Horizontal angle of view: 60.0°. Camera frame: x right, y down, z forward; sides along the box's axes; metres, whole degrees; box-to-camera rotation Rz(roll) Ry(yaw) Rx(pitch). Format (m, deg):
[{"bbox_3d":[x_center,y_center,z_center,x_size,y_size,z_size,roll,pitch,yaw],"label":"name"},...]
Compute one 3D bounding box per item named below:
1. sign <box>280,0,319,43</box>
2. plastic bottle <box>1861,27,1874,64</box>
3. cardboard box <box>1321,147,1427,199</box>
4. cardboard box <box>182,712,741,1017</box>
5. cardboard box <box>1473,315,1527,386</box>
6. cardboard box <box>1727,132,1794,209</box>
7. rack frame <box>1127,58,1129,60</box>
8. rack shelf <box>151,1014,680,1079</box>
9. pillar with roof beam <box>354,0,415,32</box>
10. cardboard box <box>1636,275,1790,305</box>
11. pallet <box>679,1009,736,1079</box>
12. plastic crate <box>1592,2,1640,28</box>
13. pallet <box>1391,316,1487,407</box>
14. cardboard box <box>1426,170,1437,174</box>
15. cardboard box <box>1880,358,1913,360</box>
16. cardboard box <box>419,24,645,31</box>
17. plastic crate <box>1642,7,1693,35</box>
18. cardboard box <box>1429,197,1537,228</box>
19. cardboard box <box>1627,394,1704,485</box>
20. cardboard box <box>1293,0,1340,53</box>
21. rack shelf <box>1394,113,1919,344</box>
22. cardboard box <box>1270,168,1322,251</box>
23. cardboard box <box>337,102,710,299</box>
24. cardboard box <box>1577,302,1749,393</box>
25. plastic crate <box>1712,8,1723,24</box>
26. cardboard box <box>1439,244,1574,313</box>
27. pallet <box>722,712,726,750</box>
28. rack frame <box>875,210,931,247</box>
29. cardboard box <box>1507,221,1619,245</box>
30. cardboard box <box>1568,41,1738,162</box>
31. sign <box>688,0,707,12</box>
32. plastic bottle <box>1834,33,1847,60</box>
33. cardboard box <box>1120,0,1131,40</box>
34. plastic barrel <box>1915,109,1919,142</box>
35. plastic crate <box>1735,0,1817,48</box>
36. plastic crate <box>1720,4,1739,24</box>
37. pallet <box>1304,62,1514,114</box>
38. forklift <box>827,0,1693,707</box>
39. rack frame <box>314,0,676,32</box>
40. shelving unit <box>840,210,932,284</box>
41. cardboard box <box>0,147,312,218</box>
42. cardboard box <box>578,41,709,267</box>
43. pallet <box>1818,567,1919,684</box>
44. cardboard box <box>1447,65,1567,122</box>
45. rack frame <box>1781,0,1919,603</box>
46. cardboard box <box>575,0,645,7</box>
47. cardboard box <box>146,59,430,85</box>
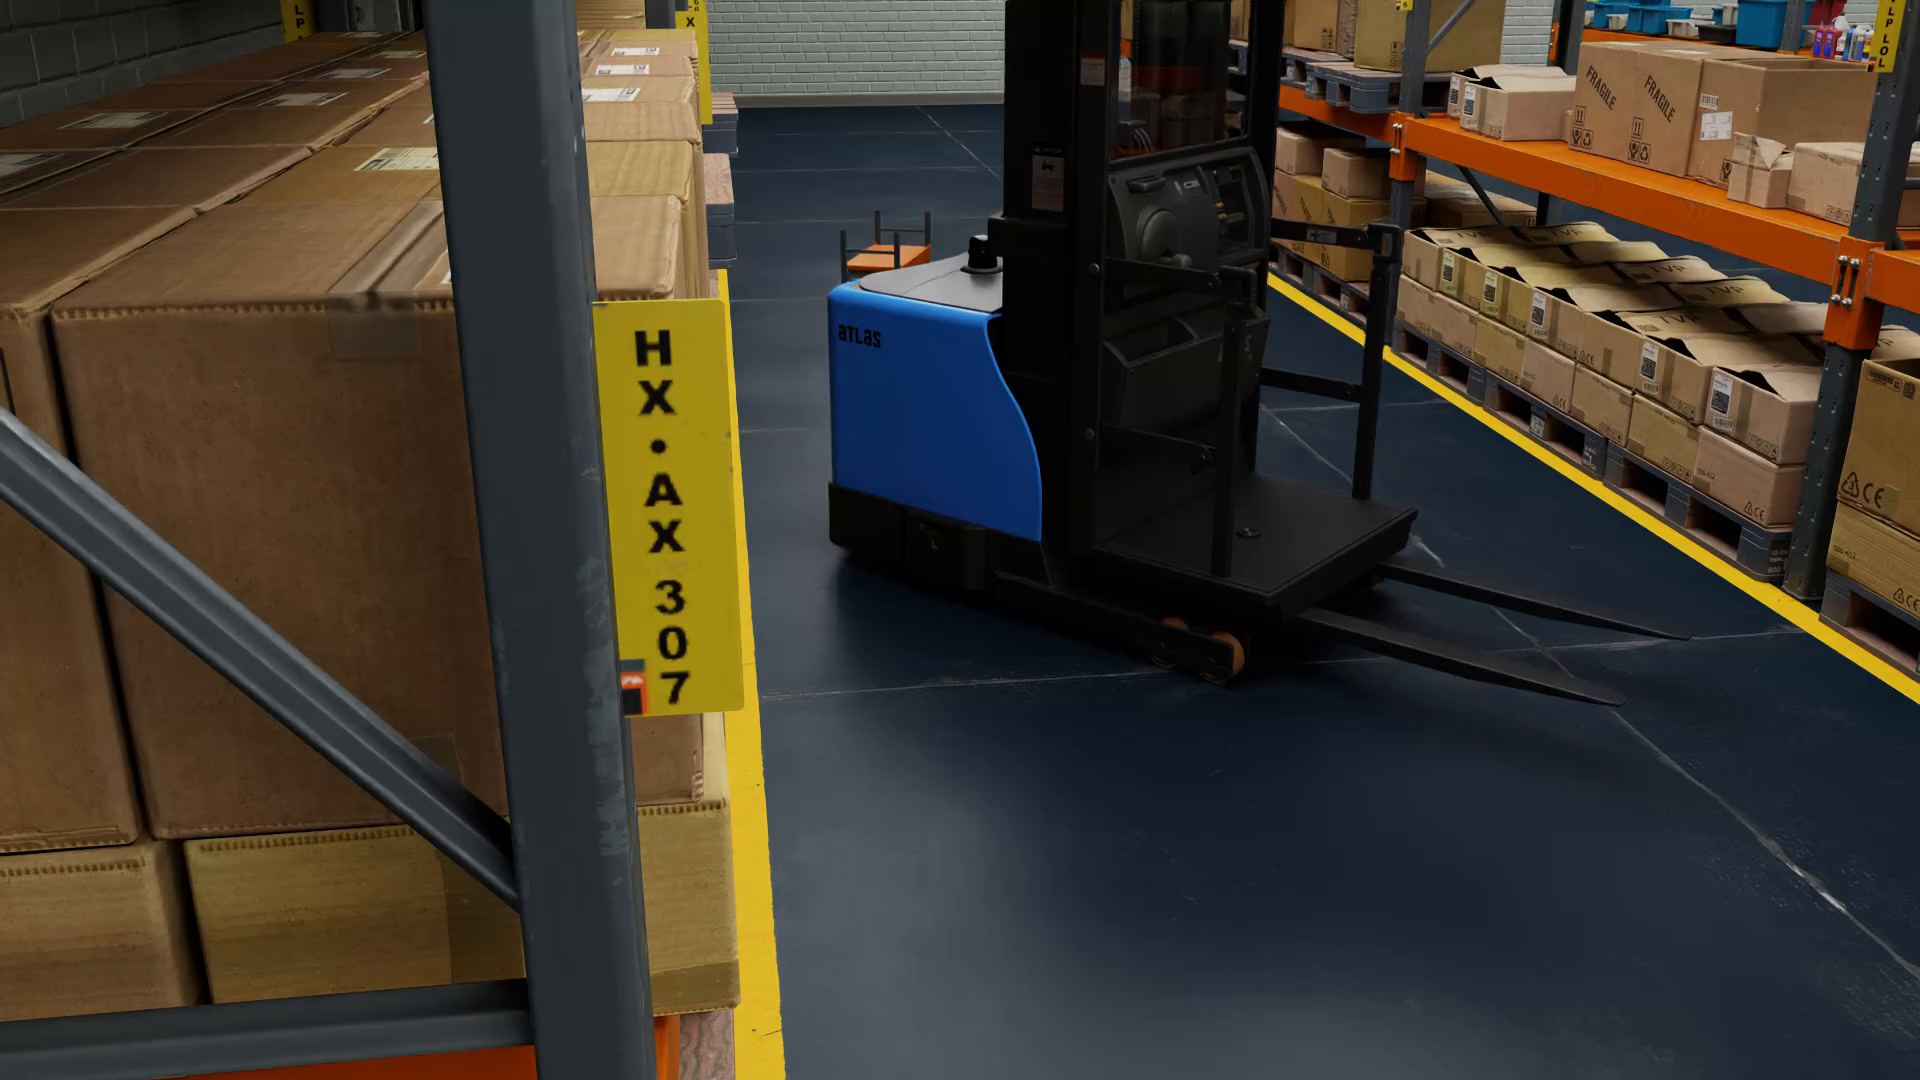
[{"bbox_3d":[-1.880,-1.483,4.744,0.100,0.325,0.005,-3,21,-8],"label":"sign"},{"bbox_3d":[7.051,-3.831,12.870,0.097,0.271,0.097,0,20,0],"label":"plastic bottle"},{"bbox_3d":[2.614,-2.323,10.521,0.500,0.250,0.500,-2,21,-6],"label":"cardboard box"},{"bbox_3d":[-0.511,0.291,1.835,0.500,0.250,0.500,-4,21,-9],"label":"cardboard box"},{"bbox_3d":[2.932,-0.964,8.341,0.500,0.250,0.500,-3,21,-9],"label":"cardboard box"},{"bbox_3d":[3.261,-1.453,6.511,0.396,0.266,0.258,-3,21,-9],"label":"cardboard box"},{"bbox_3d":[1.840,-5.375,16.821,1.000,3.000,0.127,-3,21,-8],"label":"rack frame"},{"bbox_3d":[-1.043,0.060,3.297,1.077,0.370,4.000,-3,21,-8],"label":"rack shelf"},{"bbox_3d":[1.683,-4.888,6.943,9.100,9.000,0.400,-3,21,-8],"label":"pillar with roof beam"},{"bbox_3d":[3.534,-1.080,7.849,0.500,0.311,0.500,-2,21,-6],"label":"cardboard box"},{"bbox_3d":[-1.021,0.991,3.762,1.003,0.211,1.213,-3,21,-8],"label":"pallet"},{"bbox_3d":[6.547,-5.244,16.622,0.416,0.233,0.300,-3,21,-8],"label":"plastic crate"},{"bbox_3d":[3.073,-1.012,9.125,1.003,0.211,1.213,-3,21,-8],"label":"pallet"},{"bbox_3d":[2.982,-2.348,11.660,0.500,0.500,0.500,-4,21,-10],"label":"cardboard box"},{"bbox_3d":[3.757,-0.548,6.424,0.500,0.311,0.500,-3,21,-8],"label":"cardboard box"},{"bbox_3d":[-1.371,-1.400,5.407,0.700,0.500,0.500,-3,21,-8],"label":"cardboard box"},{"bbox_3d":[6.685,-4.912,15.734,0.416,0.233,0.300,-3,21,-8],"label":"plastic crate"},{"bbox_3d":[3.210,-1.813,10.226,0.500,0.500,0.500,-2,21,-5],"label":"cardboard box"},{"bbox_3d":[3.152,-0.434,6.919,0.500,0.250,0.500,-3,21,-9],"label":"cardboard box"},{"bbox_3d":[2.732,-3.626,11.393,0.700,0.500,0.500,-8,22,-21],"label":"cardboard box"},{"bbox_3d":[3.282,-1.576,7.677,1.077,0.370,4.000,-3,21,-8],"label":"rack shelf"},{"bbox_3d":[2.470,-2.313,11.566,0.500,0.500,0.500,-4,21,-10],"label":"cardboard box"},{"bbox_3d":[-0.656,-0.406,2.631,0.500,0.500,0.500,-4,21,-10],"label":"cardboard box"},{"bbox_3d":[3.077,-0.871,7.288,0.500,0.311,0.500,-3,21,-8],"label":"cardboard box"},{"bbox_3d":[7.292,-4.876,15.637,0.416,0.233,0.300,-3,21,-8],"label":"plastic crate"},{"bbox_3d":[2.862,-1.399,8.704,0.500,0.311,0.500,-3,21,-9],"label":"cardboard box"},{"bbox_3d":[-1.200,0.567,4.895,1.003,0.211,1.213,-3,21,-8],"label":"pallet"},{"bbox_3d":[-0.242,-0.821,7.200,0.240,1.200,0.015,5,21,12],"label":"rack frame"},{"bbox_3d":[3.312,-1.608,9.263,0.500,0.311,0.500,-2,21,-6],"label":"cardboard box"},{"bbox_3d":[3.251,-2.072,7.835,0.500,0.500,0.500,-4,21,-11],"label":"cardboard box"},{"bbox_3d":[-1.372,-2.890,8.626,0.100,0.325,0.005,-3,21,-8],"label":"sign"},{"bbox_3d":[7.003,-3.912,13.188,0.097,0.201,0.097,0,20,0],"label":"plastic bottle"},{"bbox_3d":[1.792,-4.903,15.414,0.500,0.500,0.500,-3,21,-8],"label":"cardboard box"},{"bbox_3d":[7.482,-3.018,12.909,0.600,0.901,0.708,-3,21,-8],"label":"plastic barrel"},{"bbox_3d":[6.914,-4.404,14.158,0.392,0.384,0.575,-3,21,-8],"label":"plastic crate"},{"bbox_3d":[7.281,-4.750,15.229,0.437,0.282,0.530,-3,21,-8],"label":"plastic crate"},{"bbox_3d":[2.826,-2.747,10.058,1.213,0.211,1.003,-3,21,-8],"label":"pallet"},{"bbox_3d":[0.950,-1.113,5.506,3.031,2.935,1.130,16,26,36],"label":"forklift"},{"bbox_3d":[-1.332,-0.970,5.025,1.000,3.000,0.127,-3,21,-8],"label":"rack frame"},{"bbox_3d":[-0.298,-0.738,6.978,0.258,1.200,0.503,5,21,12],"label":"shelving unit"},{"bbox_3d":[-1.096,-0.202,2.085,0.500,0.500,0.500,-3,21,-7],"label":"cardboard box"},{"bbox_3d":[-0.880,-0.939,4.058,0.500,0.500,0.500,-3,21,-8],"label":"cardboard box"},{"bbox_3d":[3.643,0.363,5.442,1.003,0.211,1.213,-3,21,-8],"label":"pallet"},{"bbox_3d":[3.002,-2.436,9.078,0.500,0.311,0.500,-2,21,-4],"label":"cardboard box"},{"bbox_3d":[3.570,-1.221,5.697,1.000,3.000,0.127,-3,21,-8],"label":"rack frame"},{"bbox_3d":[-1.629,-2.015,7.052,0.700,0.500,0.500,-3,21,-8],"label":"cardboard box"},{"bbox_3d":[-1.333,-0.735,3.510,0.500,0.500,0.500,-2,21,-6],"label":"cardboard box"}]
